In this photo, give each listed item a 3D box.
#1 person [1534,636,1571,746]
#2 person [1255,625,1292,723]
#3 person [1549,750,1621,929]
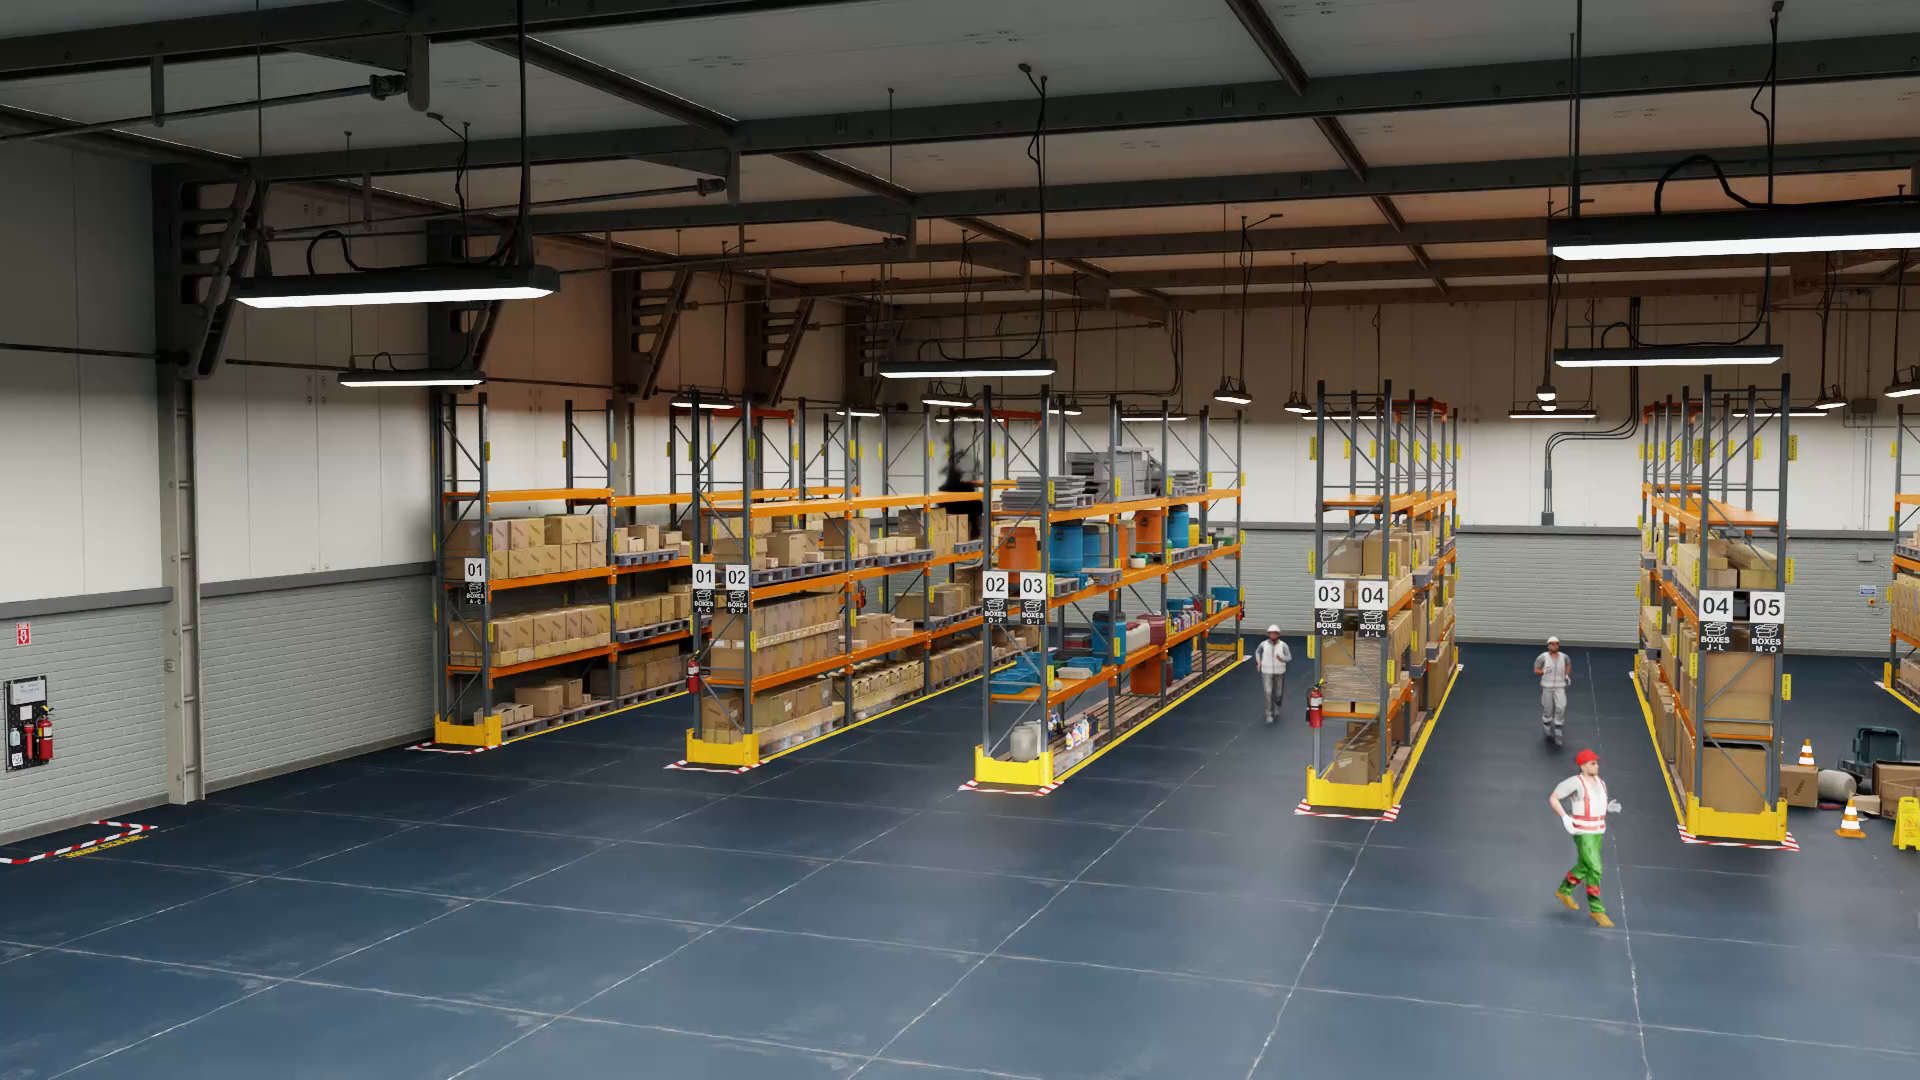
[{"bbox_3d":[10.196,2.575,28.605,0.639,1.840,0.774,1,3,12],"label":"person"},{"bbox_3d":[5.801,2.454,30.784,0.656,1.758,0.969,0,3,9],"label":"person"},{"bbox_3d":[6.697,3.150,17.787,0.640,1.824,0.814,-2,4,-33],"label":"person"}]
